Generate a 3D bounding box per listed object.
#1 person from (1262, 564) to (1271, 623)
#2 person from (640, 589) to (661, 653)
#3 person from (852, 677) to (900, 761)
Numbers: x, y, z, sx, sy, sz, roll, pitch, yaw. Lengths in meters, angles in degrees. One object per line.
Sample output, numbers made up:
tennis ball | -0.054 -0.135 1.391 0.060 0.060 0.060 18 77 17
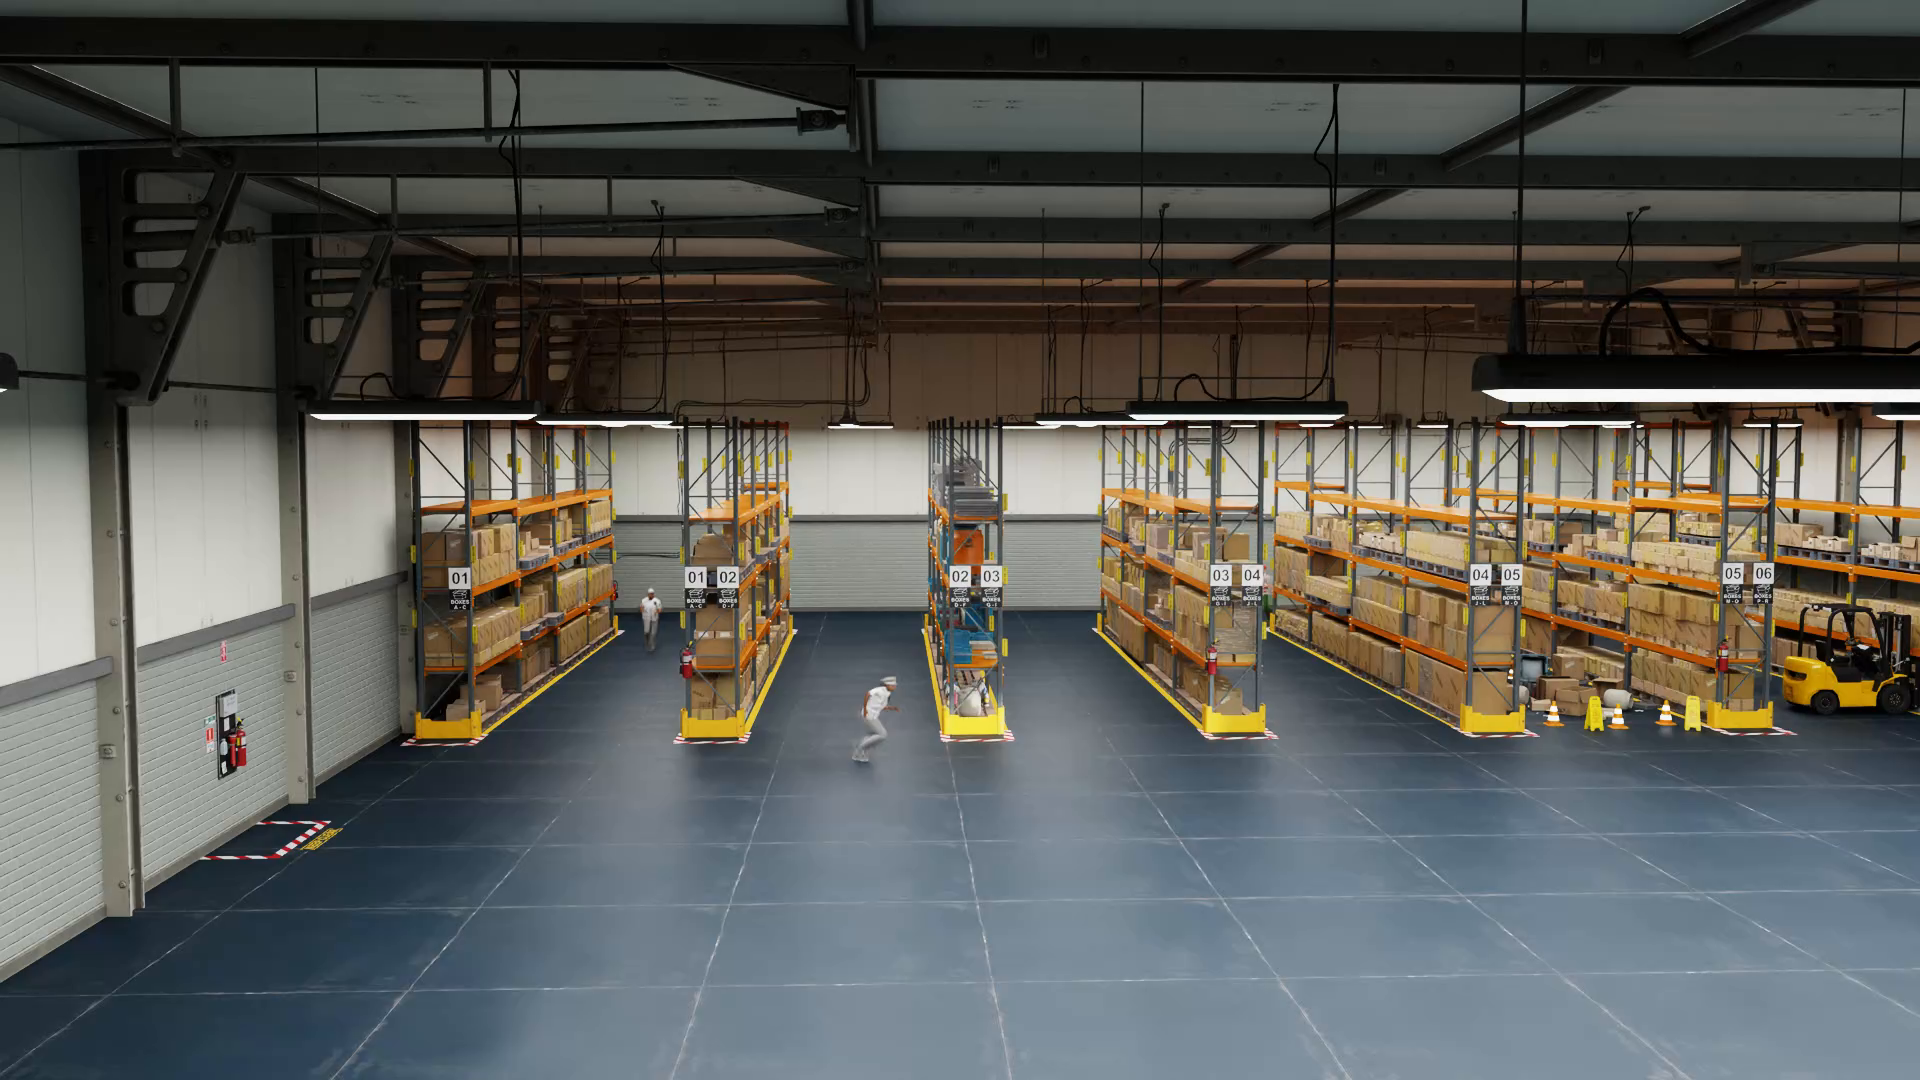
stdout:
person | 8.917 1.635 49.061 0.635 1.848 0.784 4 5 44
person | -8.028 2.098 43.216 0.527 1.684 0.796 -1 4 -12
person | -1.458 3.104 28.709 0.850 1.490 0.603 1 4 11
